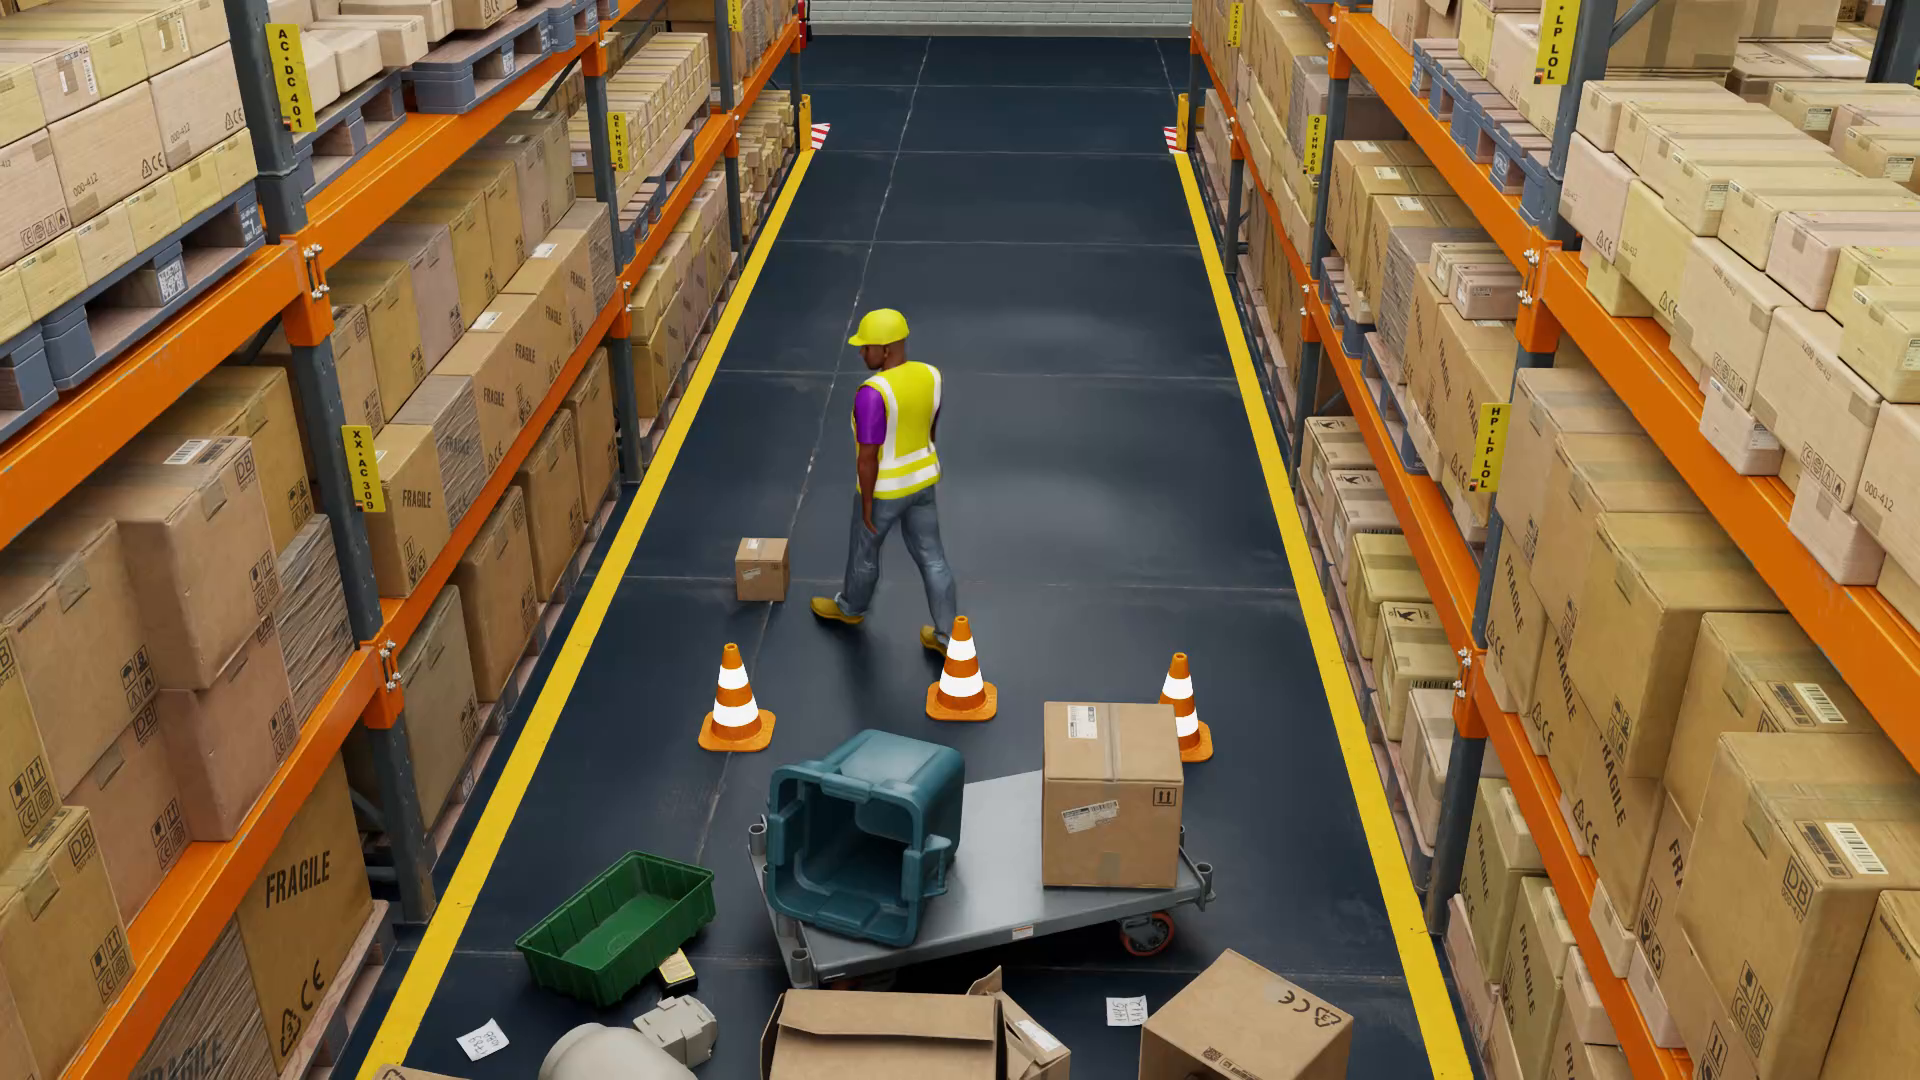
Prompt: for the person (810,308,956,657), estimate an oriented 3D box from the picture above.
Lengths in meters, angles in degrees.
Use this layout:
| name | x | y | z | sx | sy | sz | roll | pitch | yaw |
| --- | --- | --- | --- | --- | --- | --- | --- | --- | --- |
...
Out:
| name | x | y | z | sx | sy | sz | roll | pitch | yaw |
| --- | --- | --- | --- | --- | --- | --- | --- | --- | --- |
| person | -0.333 | -0.300 | 8.133 | 0.585 | 1.727 | 0.918 | -23 | 35 | -36 |
